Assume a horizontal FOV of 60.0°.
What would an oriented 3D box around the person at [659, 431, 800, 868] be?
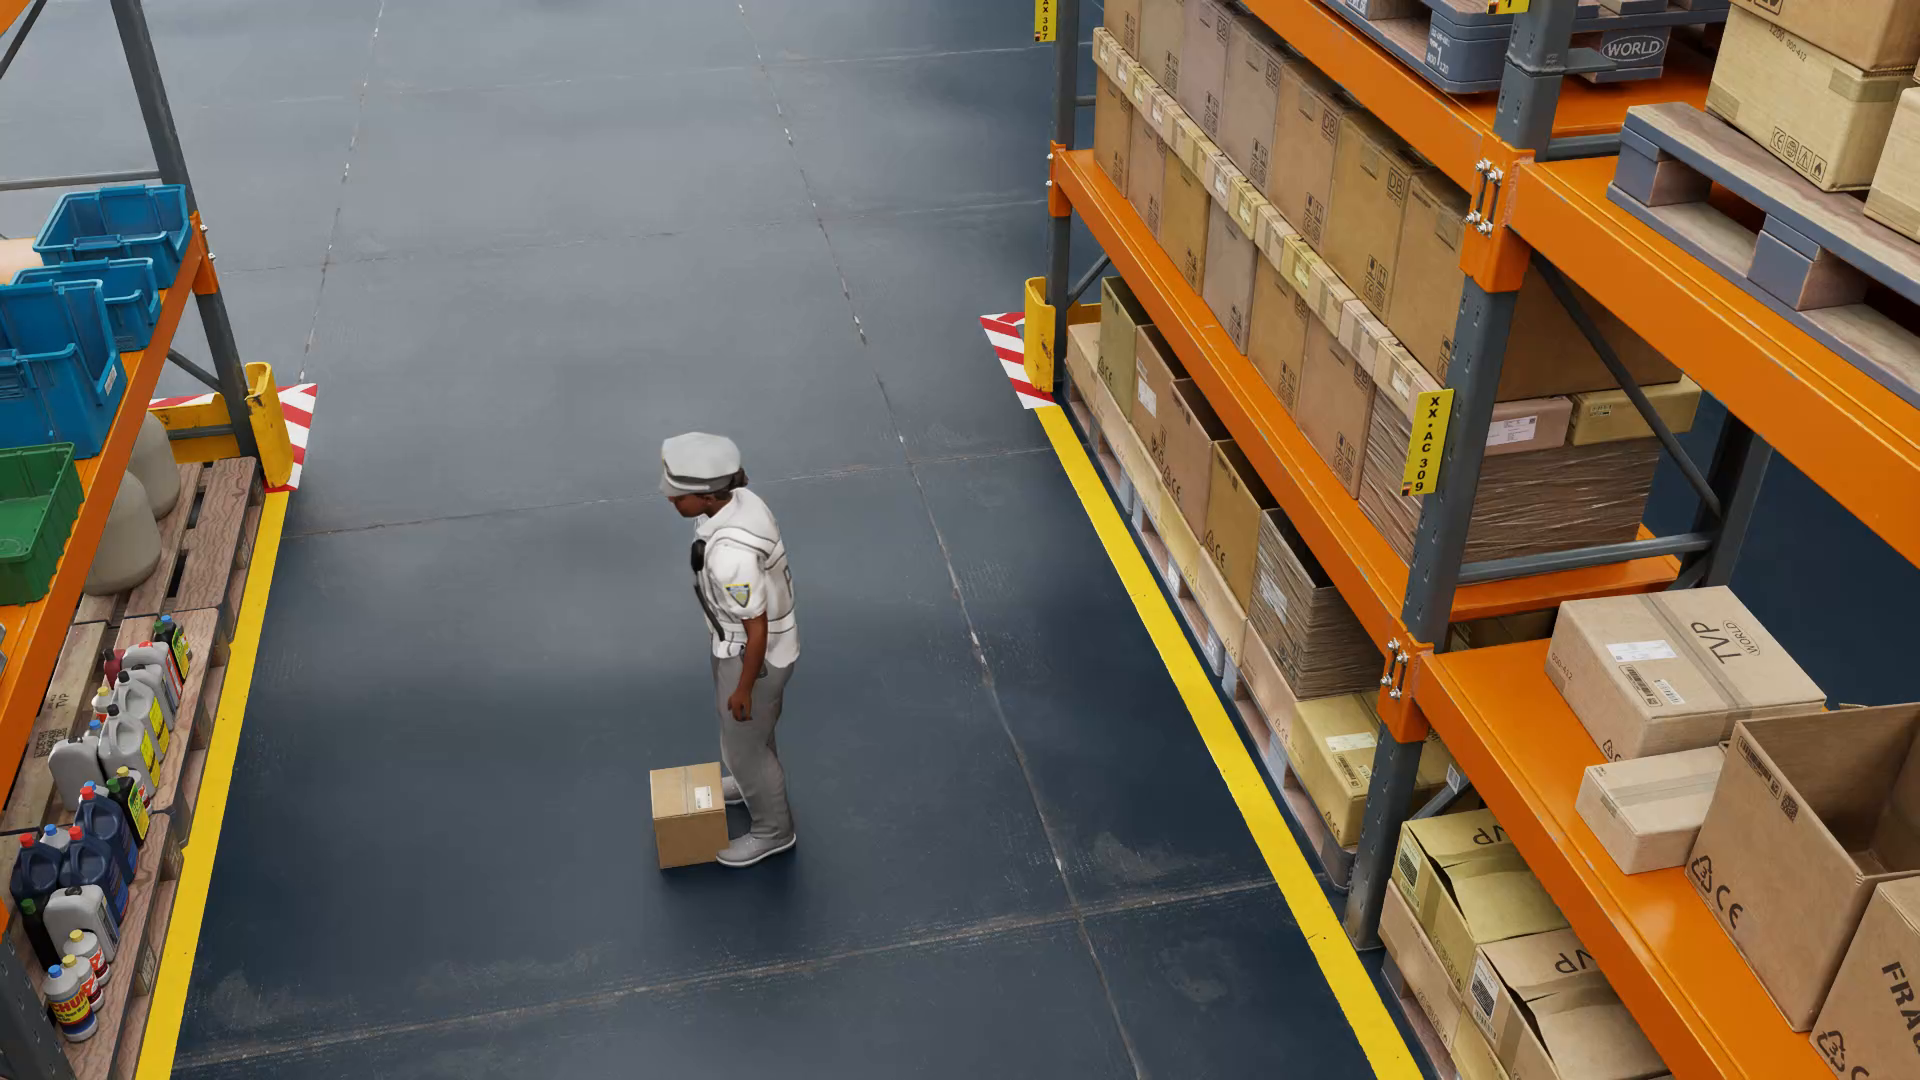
[{"bbox_3d":[-0.745,0.370,5.609,0.400,1.657,0.514,-8,35,-11],"label":"person"}]
